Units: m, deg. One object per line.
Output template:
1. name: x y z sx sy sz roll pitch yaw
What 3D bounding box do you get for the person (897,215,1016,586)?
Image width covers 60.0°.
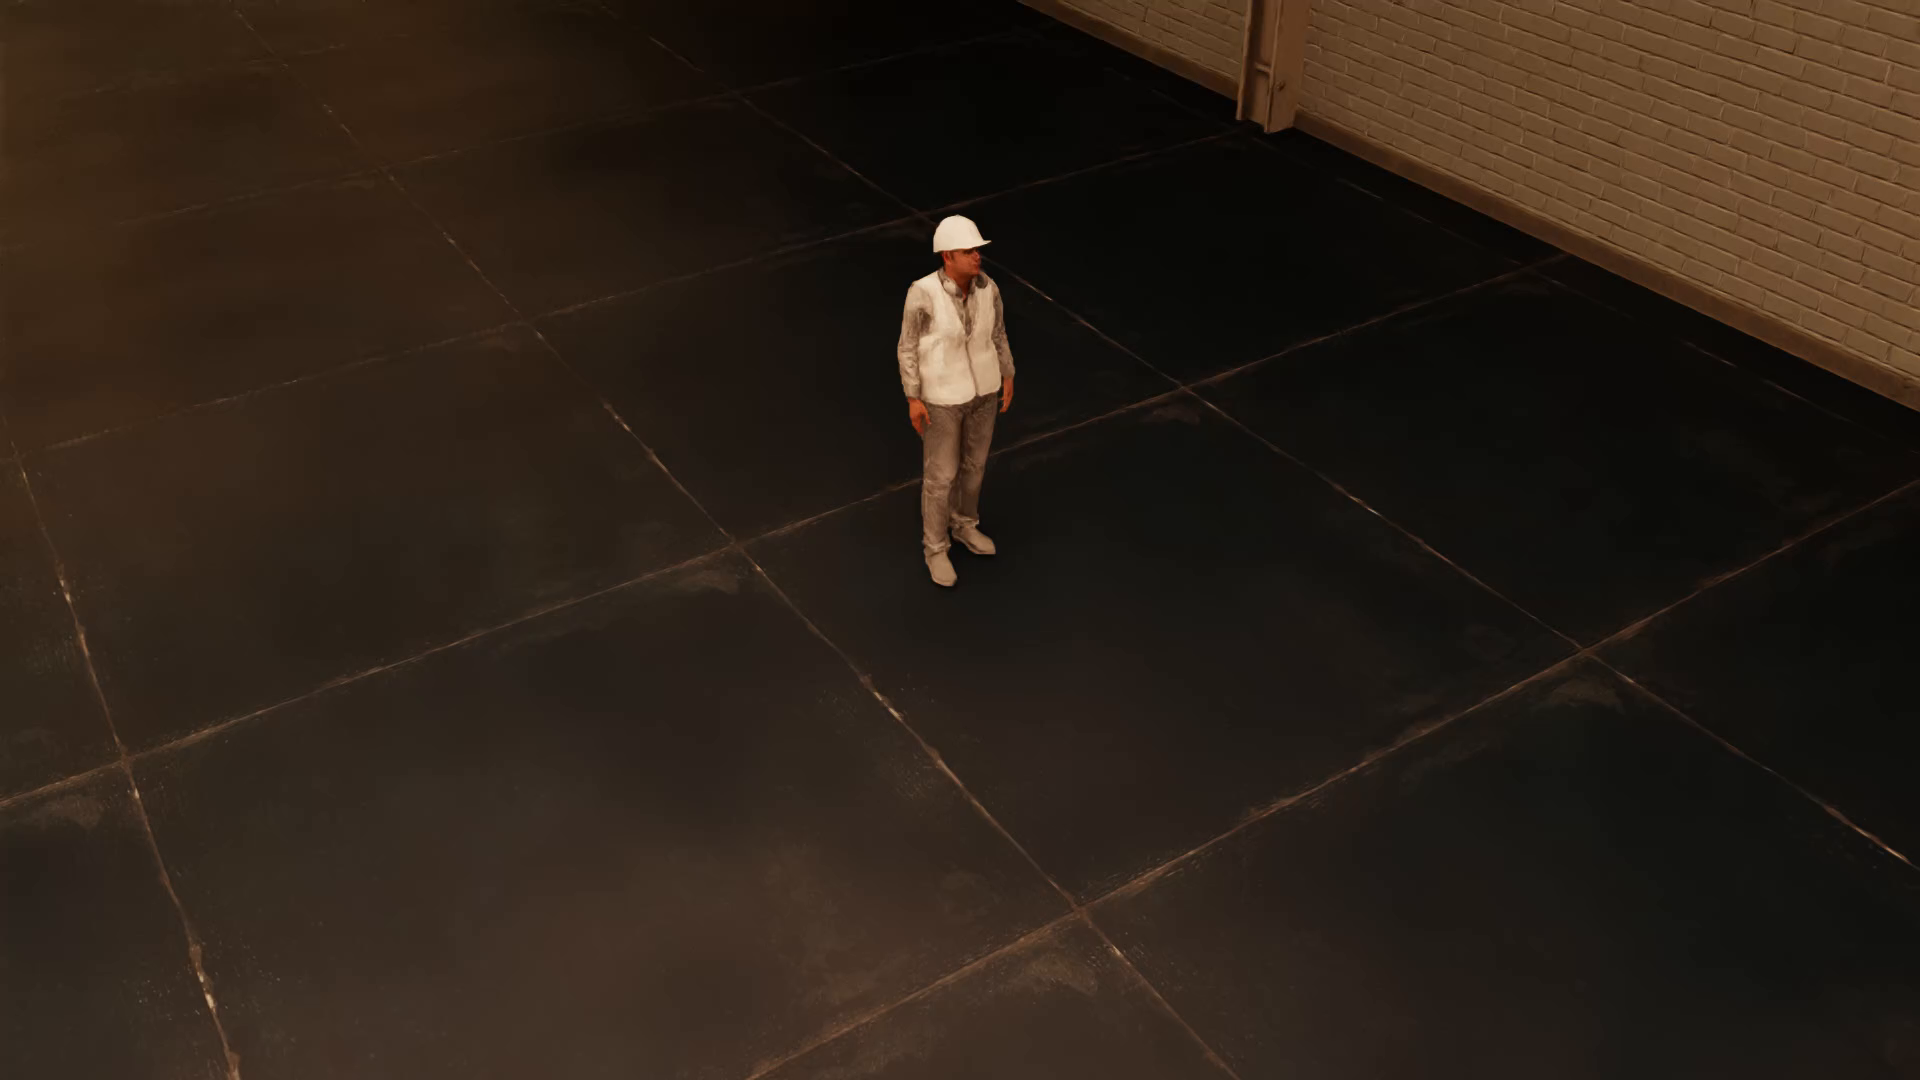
1. person: 0.027 -0.699 8.136 0.632 1.773 0.567 -21 40 -27
